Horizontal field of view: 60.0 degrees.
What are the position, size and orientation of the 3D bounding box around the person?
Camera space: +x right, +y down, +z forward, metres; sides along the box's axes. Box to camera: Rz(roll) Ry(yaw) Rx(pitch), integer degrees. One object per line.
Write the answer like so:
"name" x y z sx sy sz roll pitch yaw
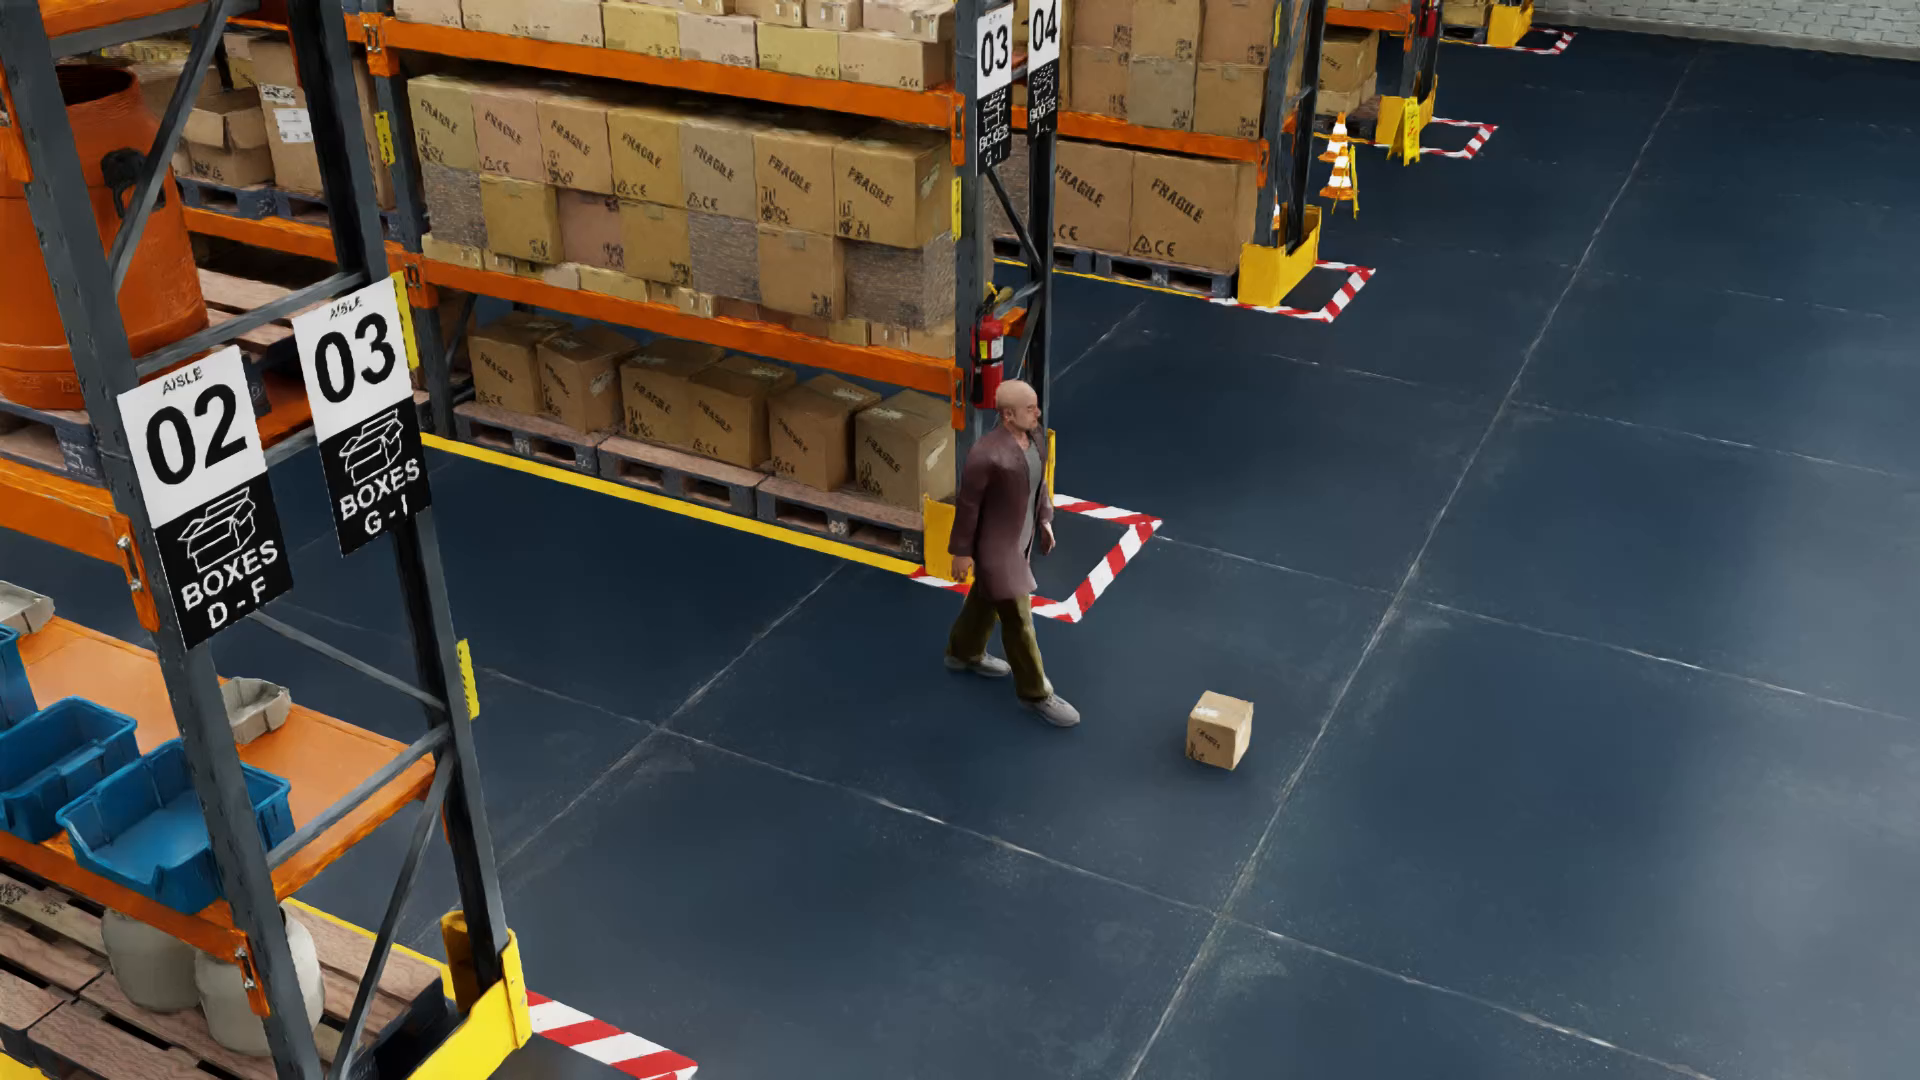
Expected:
"person" 0.300 0.009 8.272 0.889 1.748 0.614 15 33 24
